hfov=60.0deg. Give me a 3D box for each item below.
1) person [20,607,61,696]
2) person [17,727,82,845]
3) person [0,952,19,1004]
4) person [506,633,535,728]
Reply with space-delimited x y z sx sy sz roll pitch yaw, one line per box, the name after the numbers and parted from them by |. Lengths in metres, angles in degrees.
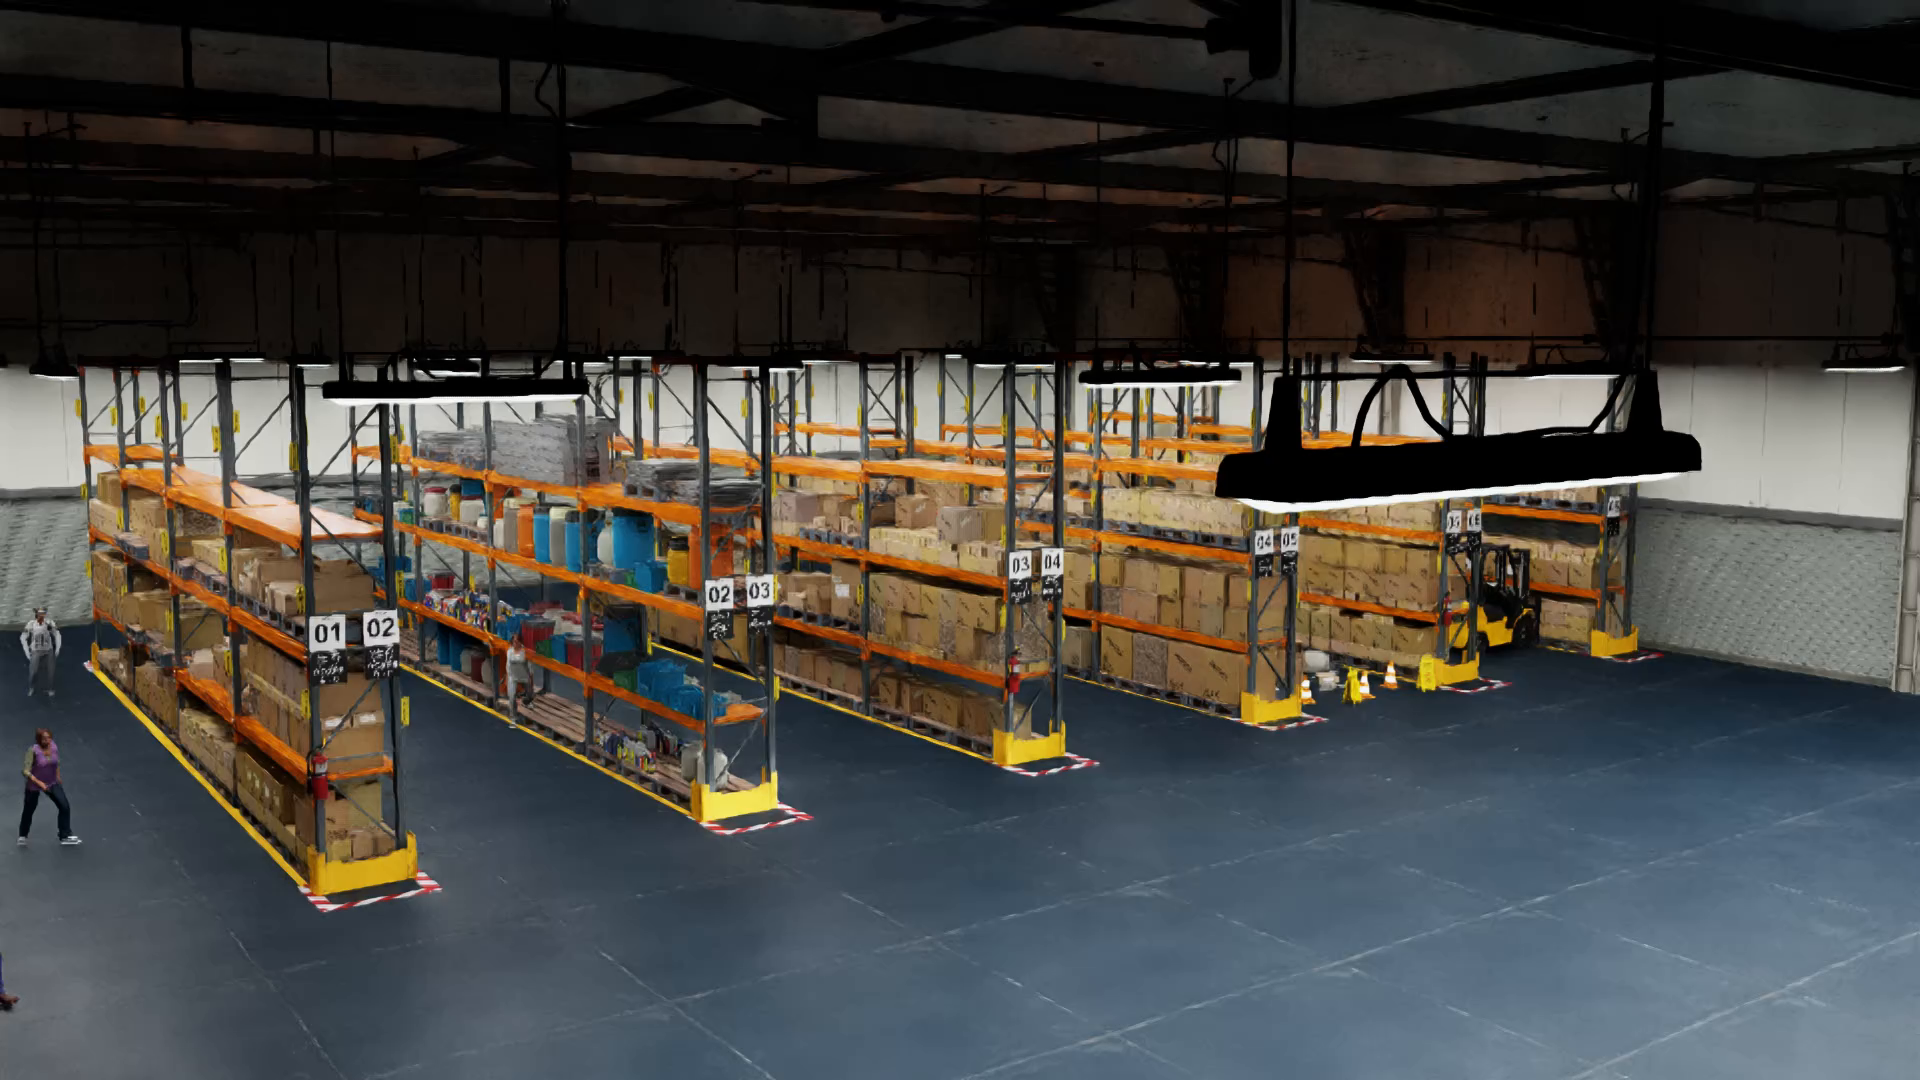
-16.289 1.959 29.493 0.639 1.632 0.512 -5 9 -36 | person
-11.441 3.053 20.742 0.788 1.525 0.561 5 9 37 | person
-9.439 3.646 15.694 0.767 1.591 0.655 5 8 34 | person
-7.224 2.263 27.299 0.462 1.520 0.873 -2 7 -14 | person
